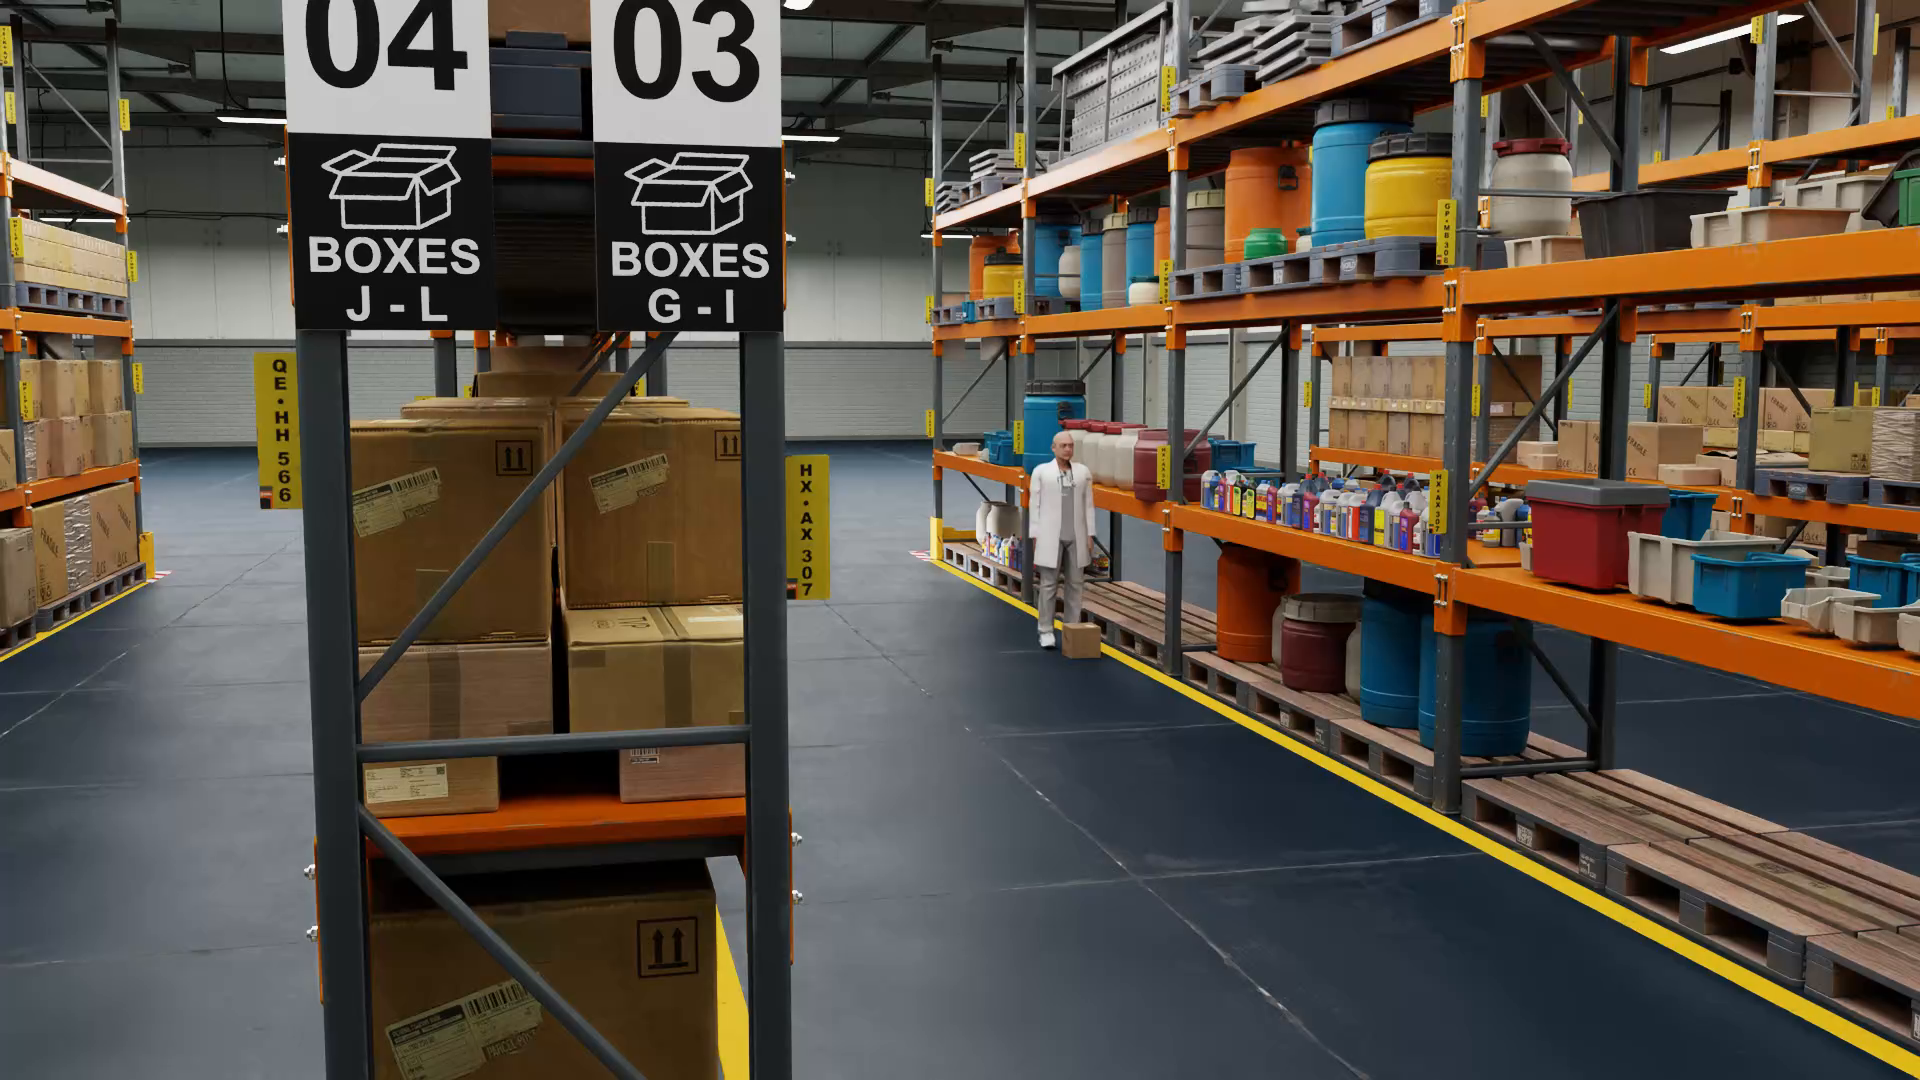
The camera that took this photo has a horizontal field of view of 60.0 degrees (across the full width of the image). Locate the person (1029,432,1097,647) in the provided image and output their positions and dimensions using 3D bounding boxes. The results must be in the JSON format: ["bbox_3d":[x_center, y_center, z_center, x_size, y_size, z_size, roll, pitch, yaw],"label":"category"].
[{"bbox_3d":[0.870,-0.008,13.847,0.573,1.780,0.388,-1,6,-12],"label":"person"}]
